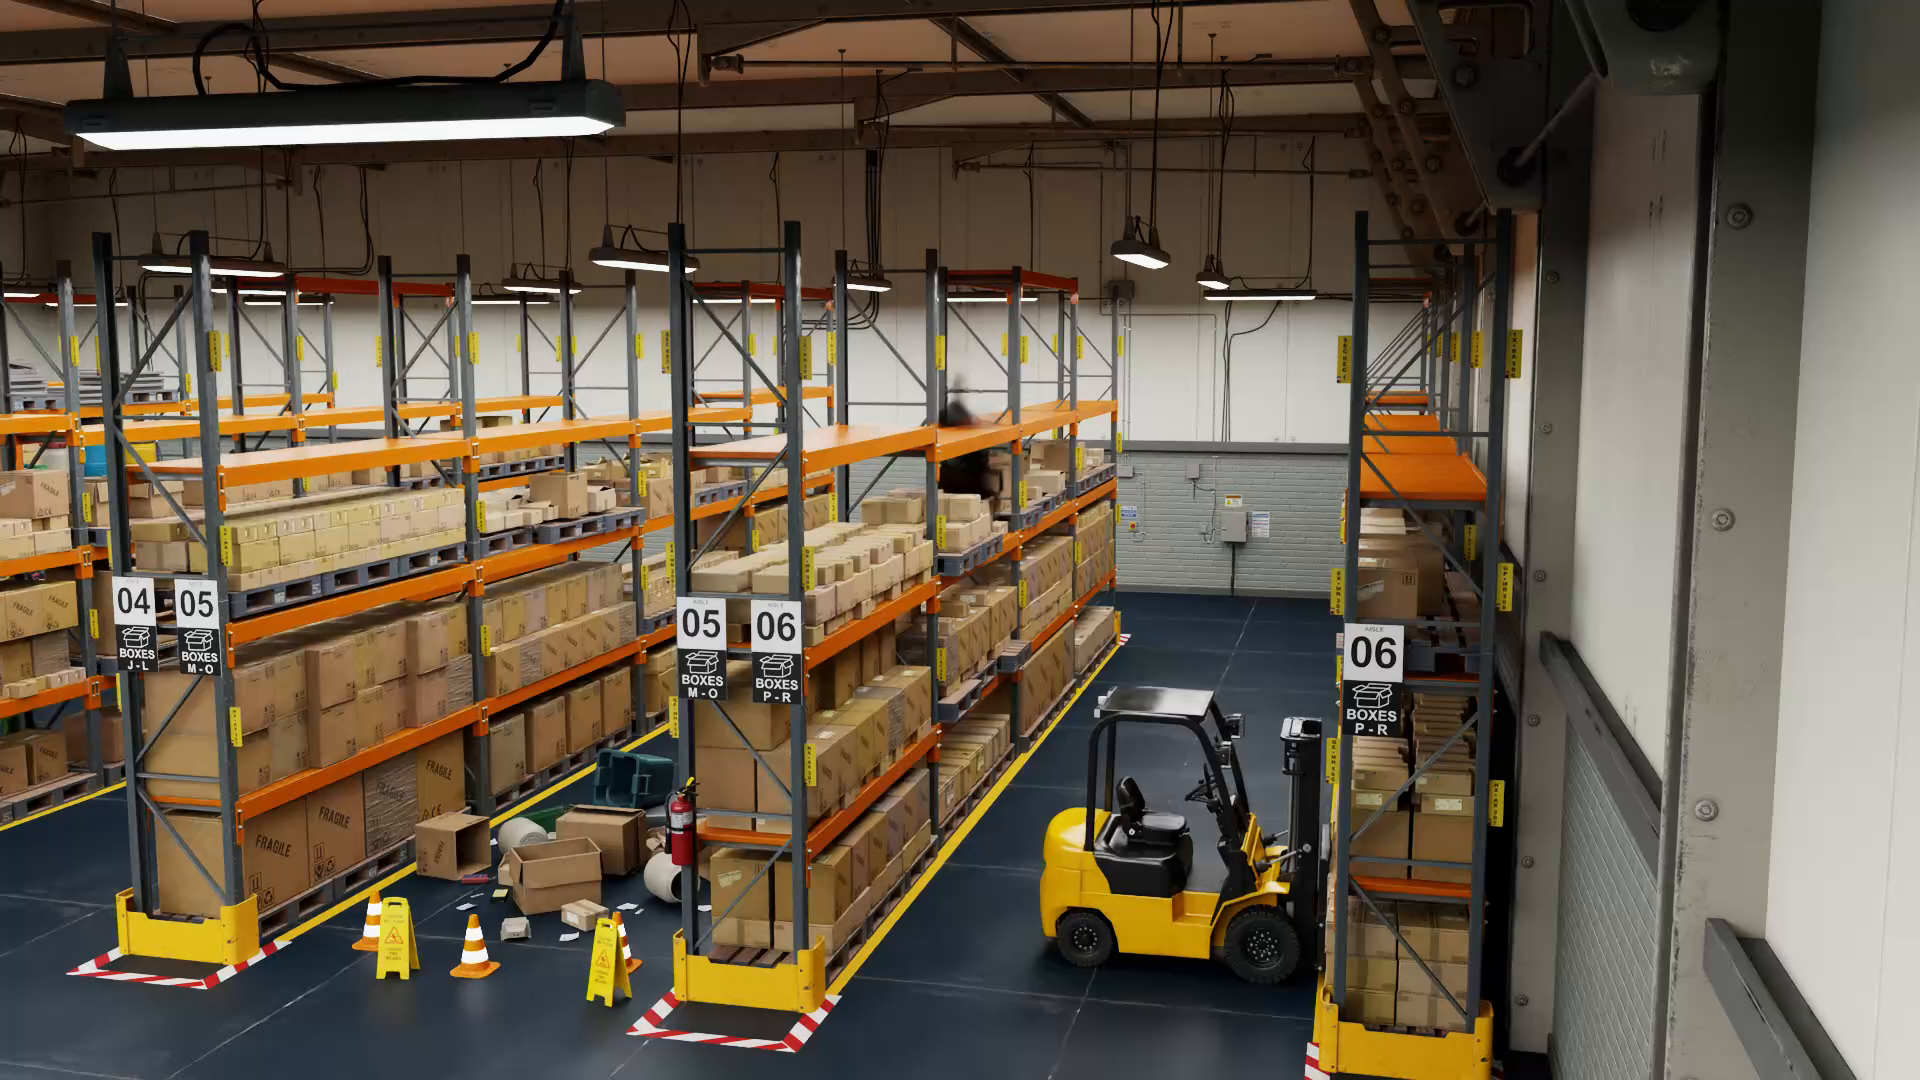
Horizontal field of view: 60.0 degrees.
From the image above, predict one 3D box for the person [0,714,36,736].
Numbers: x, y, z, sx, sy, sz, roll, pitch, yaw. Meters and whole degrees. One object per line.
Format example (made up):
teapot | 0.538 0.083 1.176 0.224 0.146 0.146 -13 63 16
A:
person | -11.557 1.818 20.343 0.643 1.758 0.873 0 7 4
